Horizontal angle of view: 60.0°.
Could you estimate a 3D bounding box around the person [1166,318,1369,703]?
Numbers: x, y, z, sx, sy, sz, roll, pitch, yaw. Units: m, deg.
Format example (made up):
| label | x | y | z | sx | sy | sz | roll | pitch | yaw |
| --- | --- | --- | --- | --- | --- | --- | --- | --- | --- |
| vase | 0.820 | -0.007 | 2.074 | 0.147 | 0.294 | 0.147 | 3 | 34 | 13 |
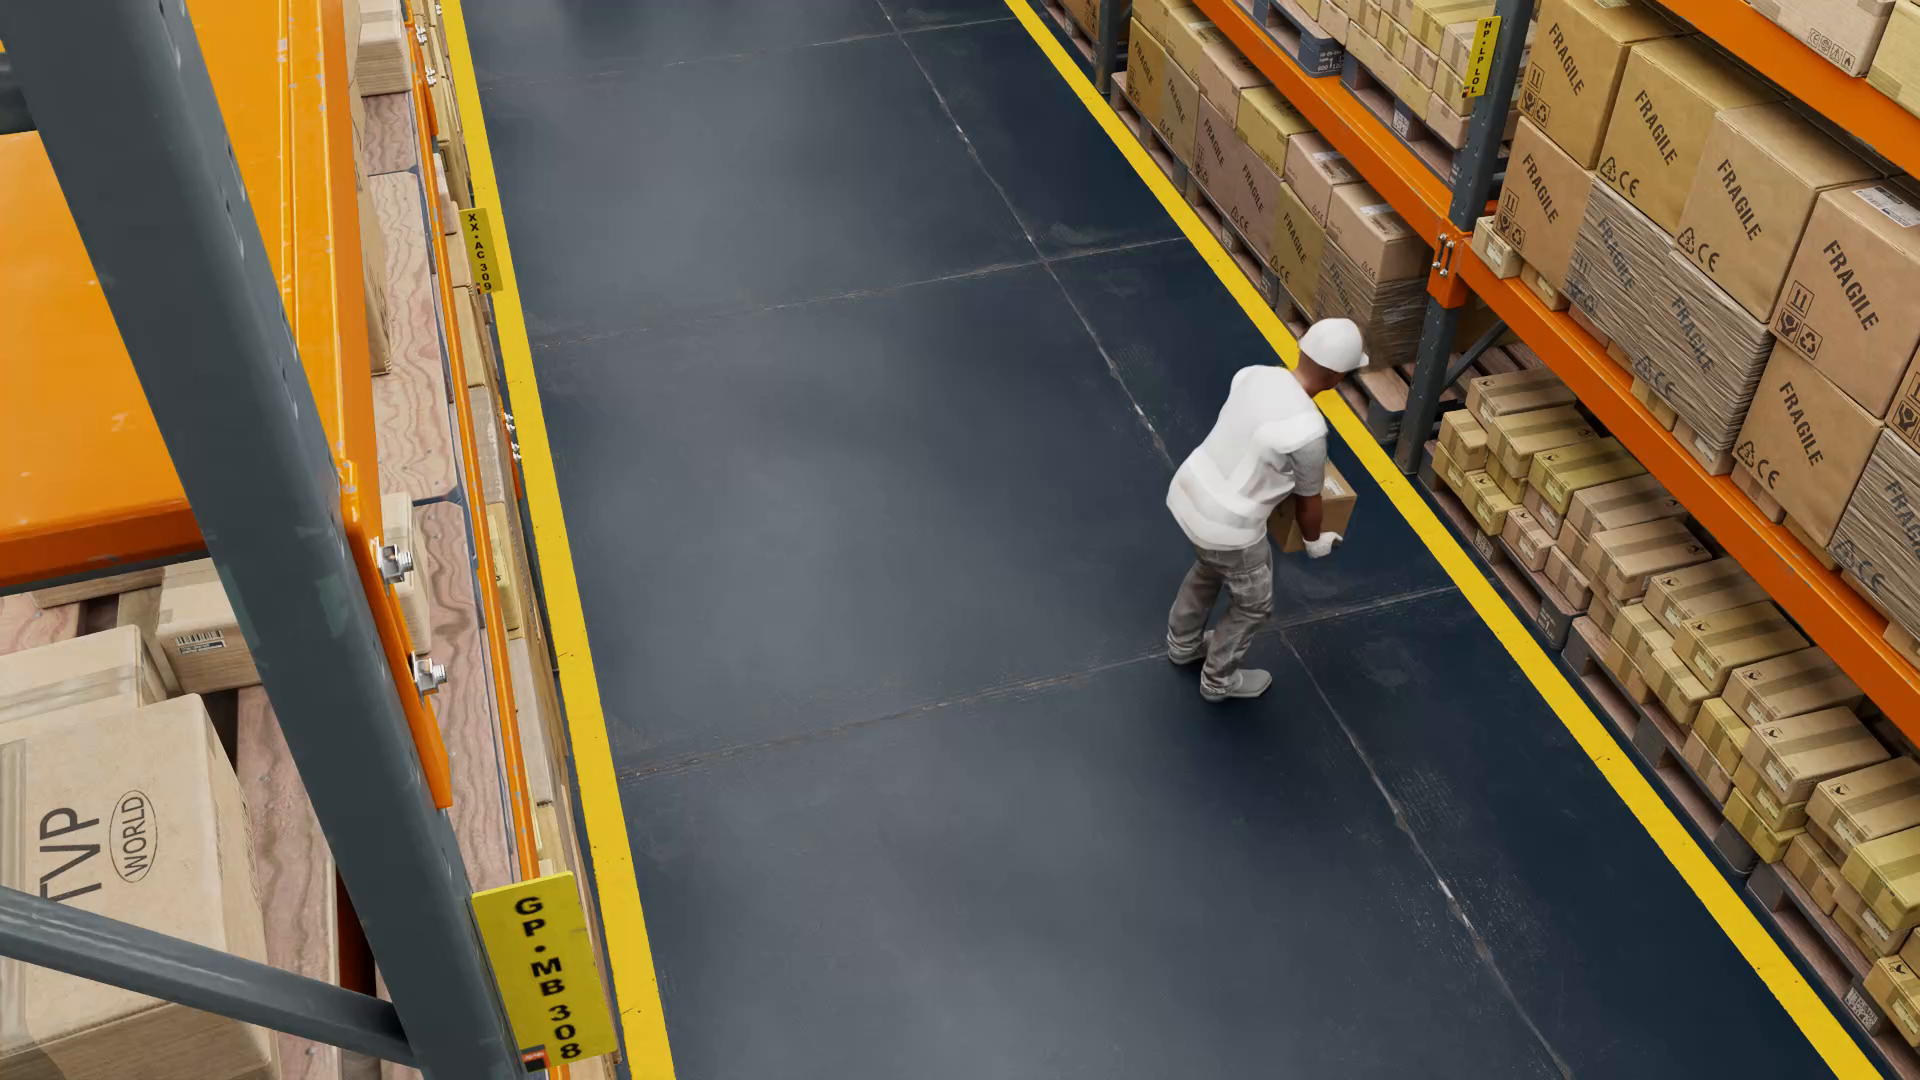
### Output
| label | x | y | z | sx | sy | sz | roll | pitch | yaw |
| --- | --- | --- | --- | --- | --- | --- | --- | --- | --- |
| person | 1.135 | -0.104 | 6.345 | 0.694 | 1.669 | 0.480 | -13 | 43 | -14 |
